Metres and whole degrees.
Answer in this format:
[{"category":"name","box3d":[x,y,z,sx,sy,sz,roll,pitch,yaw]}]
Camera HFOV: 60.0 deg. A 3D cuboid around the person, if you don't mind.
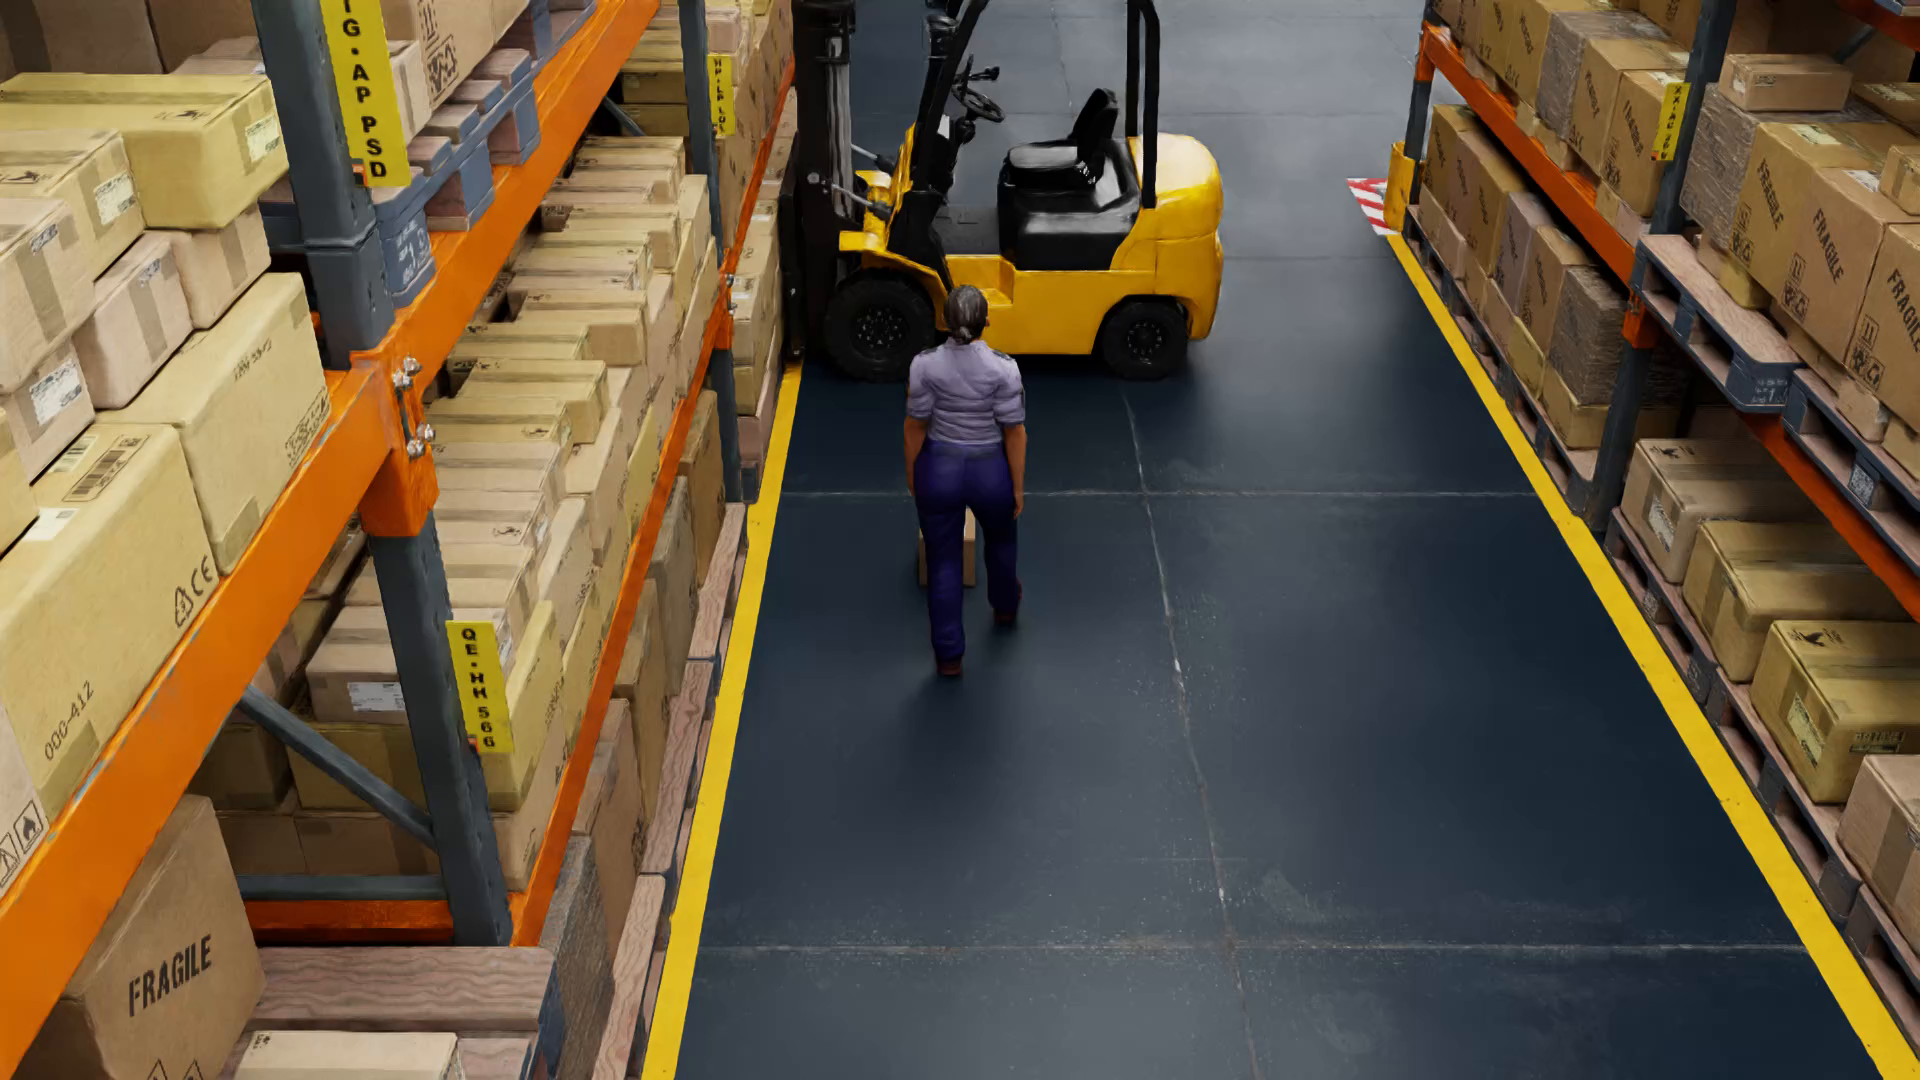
[{"category":"person","box3d":[0.024,-0.305,6.637,0.483,1.637,0.694,1,32,1]}]
